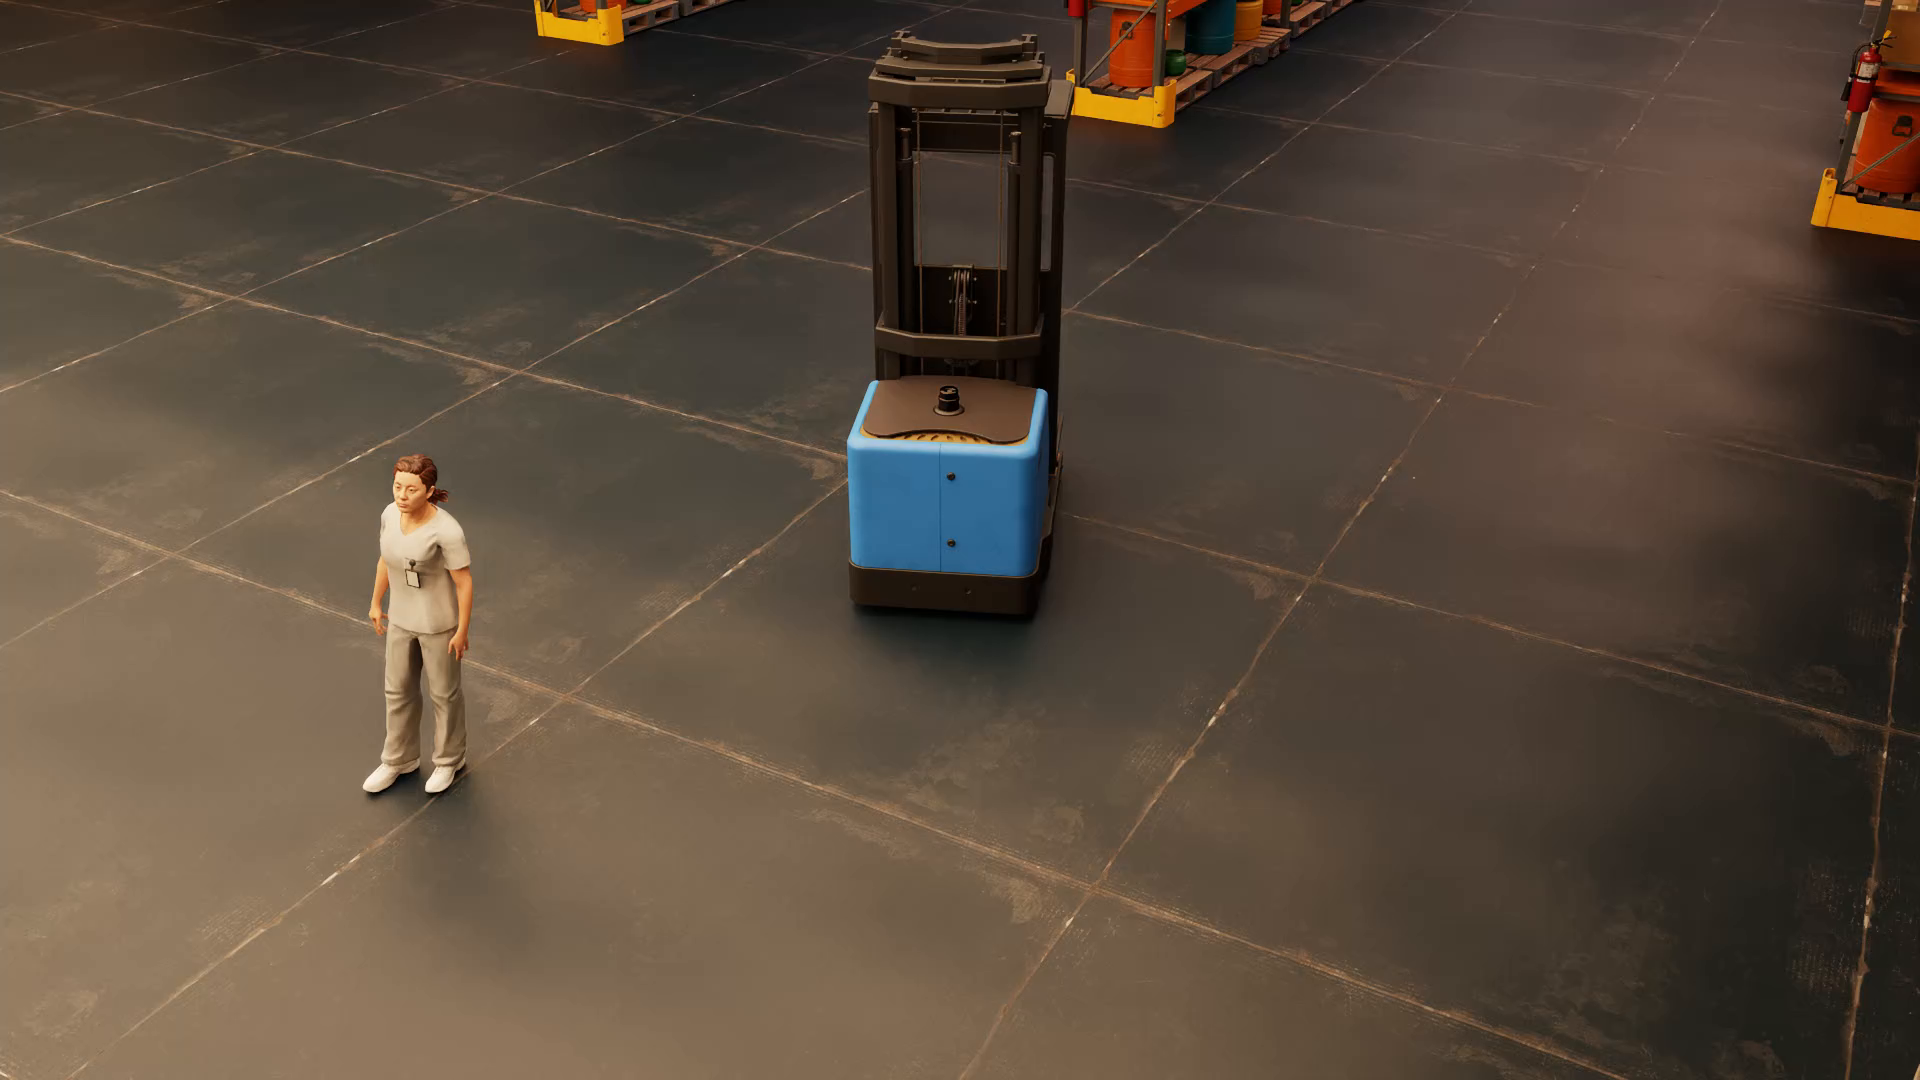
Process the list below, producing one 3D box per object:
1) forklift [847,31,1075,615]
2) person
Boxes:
[{"bbox_3d":[0.072,-1.572,9.794,1.130,2.935,3.031,3,30,6],"label":"forklift"},{"bbox_3d":[-2.492,0.407,7.607,0.551,1.674,0.549,12,32,20],"label":"person"}]
